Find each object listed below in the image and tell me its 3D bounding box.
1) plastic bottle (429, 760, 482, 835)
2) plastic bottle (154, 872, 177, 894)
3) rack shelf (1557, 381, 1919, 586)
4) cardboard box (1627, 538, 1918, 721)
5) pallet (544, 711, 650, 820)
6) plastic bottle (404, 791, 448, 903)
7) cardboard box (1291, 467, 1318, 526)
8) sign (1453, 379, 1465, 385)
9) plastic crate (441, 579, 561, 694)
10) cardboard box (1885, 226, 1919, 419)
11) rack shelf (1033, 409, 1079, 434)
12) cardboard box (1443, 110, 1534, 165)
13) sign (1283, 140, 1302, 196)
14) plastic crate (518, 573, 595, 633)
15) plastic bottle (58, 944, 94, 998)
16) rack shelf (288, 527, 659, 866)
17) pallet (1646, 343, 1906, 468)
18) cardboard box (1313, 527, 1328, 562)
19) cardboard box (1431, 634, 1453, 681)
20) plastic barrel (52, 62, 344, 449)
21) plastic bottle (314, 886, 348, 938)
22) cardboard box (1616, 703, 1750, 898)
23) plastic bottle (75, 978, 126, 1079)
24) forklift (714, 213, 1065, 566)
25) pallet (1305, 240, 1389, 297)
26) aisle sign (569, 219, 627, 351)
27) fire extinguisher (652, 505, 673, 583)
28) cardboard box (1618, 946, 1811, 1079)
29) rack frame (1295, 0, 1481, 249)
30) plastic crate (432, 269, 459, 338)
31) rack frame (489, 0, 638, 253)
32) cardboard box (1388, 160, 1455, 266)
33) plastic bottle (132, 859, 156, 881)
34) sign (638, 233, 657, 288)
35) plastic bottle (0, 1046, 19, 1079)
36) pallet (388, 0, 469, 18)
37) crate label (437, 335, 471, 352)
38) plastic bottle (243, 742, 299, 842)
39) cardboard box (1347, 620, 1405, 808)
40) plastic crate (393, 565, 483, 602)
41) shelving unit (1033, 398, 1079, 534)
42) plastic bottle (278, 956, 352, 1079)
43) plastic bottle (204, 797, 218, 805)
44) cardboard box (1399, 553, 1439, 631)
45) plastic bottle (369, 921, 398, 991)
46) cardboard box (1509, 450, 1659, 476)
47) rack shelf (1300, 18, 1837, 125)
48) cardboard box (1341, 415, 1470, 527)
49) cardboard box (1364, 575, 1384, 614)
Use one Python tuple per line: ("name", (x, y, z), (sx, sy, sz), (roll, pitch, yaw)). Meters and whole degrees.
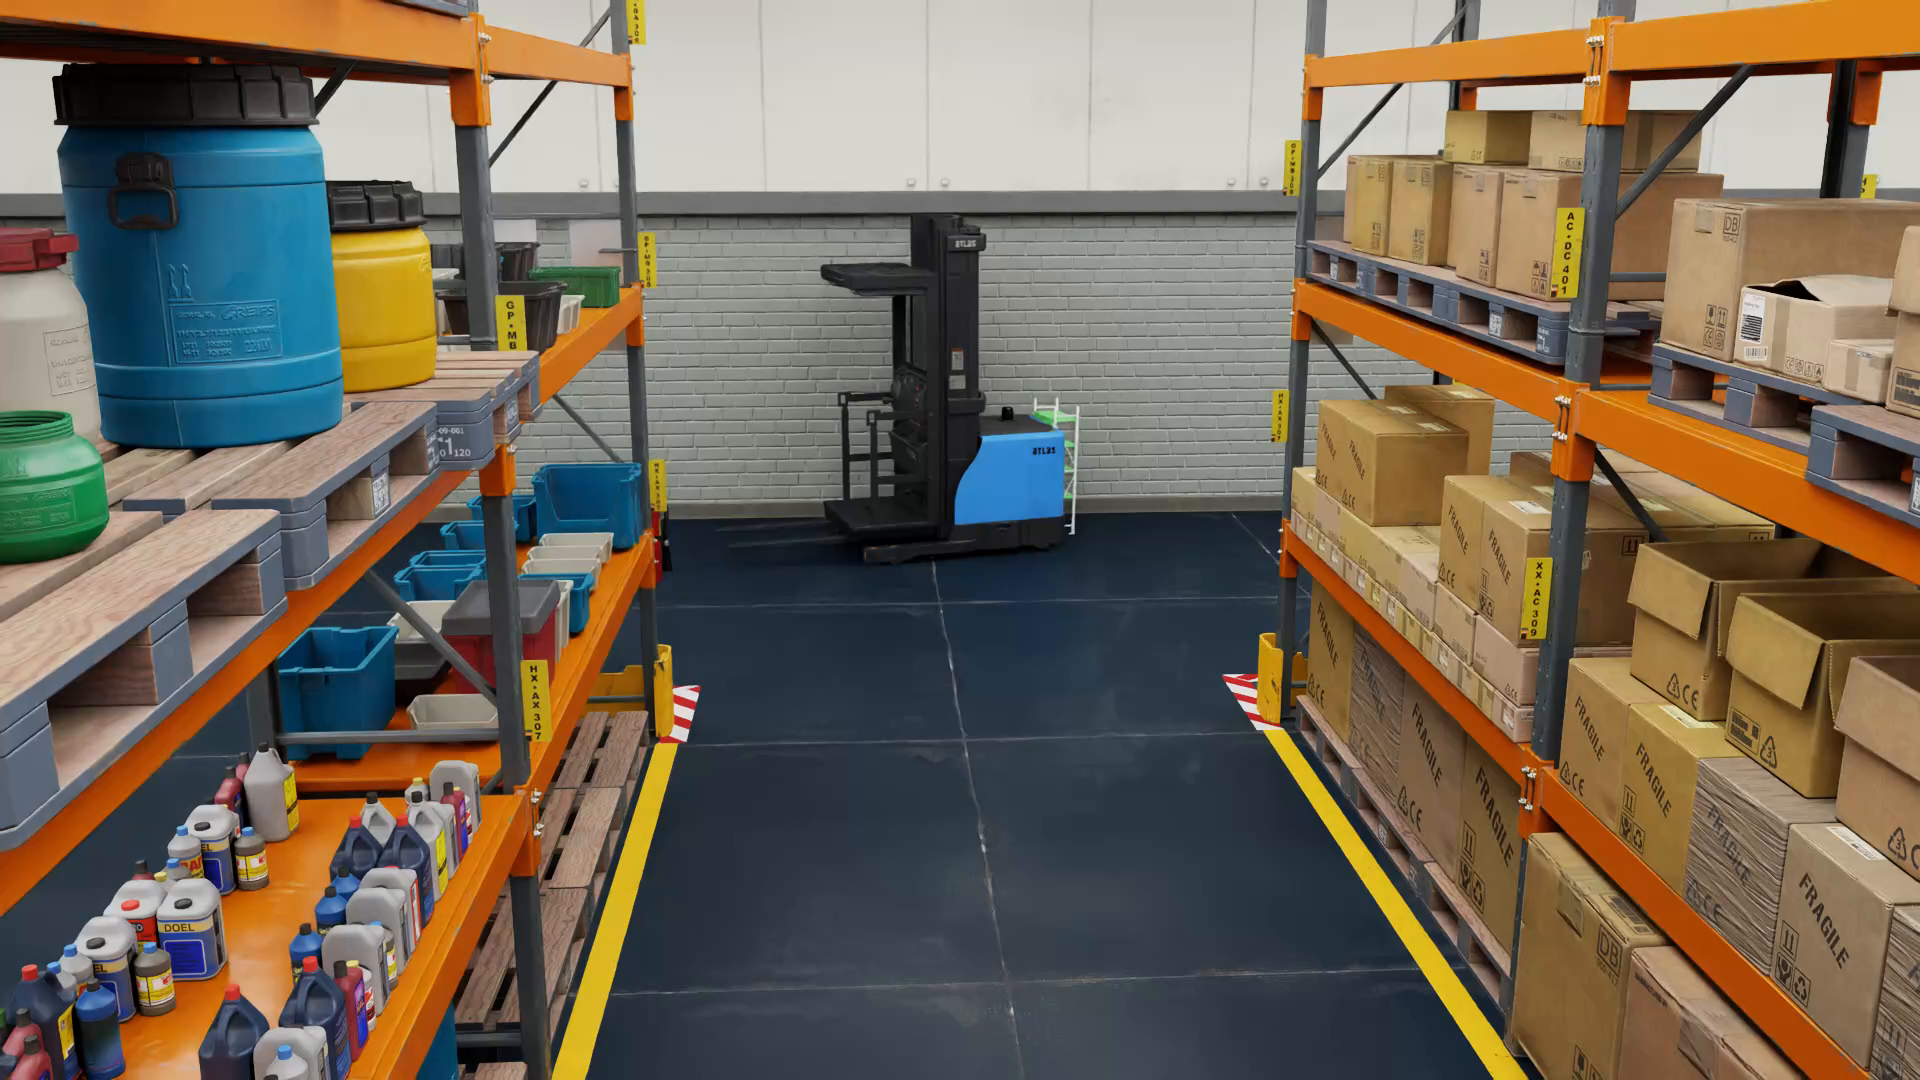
("plastic bottle", (-1.807, 0.906, 5.959), (0.152, 0.276, 0.135), (-1, 14, -3))
("plastic bottle", (-2.491, 1.139, 5.204), (0.097, 0.201, 0.097), (0, 14, 0))
("rack shelf", (2.914, 0.069, 4.385), (1.077, 0.370, 4.000), (-1, 14, -3))
("cardboard box", (2.838, 0.301, 5.848), (0.797, 0.503, 0.637), (-1, 14, -5))
("pallet", (-2.389, 1.314, 9.719), (1.003, 0.211, 1.213), (-1, 14, -3))
("plastic bottle", (-1.770, 1.000, 5.442), (0.144, 0.351, 0.185), (-1, 14, -3))
("cardboard box", (2.302, -0.266, 9.970), (0.500, 0.250, 0.500), (-1, 14, -5))
("sign", (3.084, -0.999, 10.314), (0.100, 0.325, 0.005), (-1, 14, -3))
("plastic crate", (-1.959, 0.467, 7.168), (0.402, 0.464, 0.583), (-1, 14, -3))
("cardboard box", (2.890, -0.543, 4.270), (0.797, 0.503, 0.637), (-1, 14, -4))
("rack shelf", (0.888, -1.094, 15.411), (0.258, 0.148, 0.480), (-4, 15, -19))
("cardboard box", (2.657, -1.932, 7.971), (0.500, 0.250, 0.500), (-1, 14, -5))
("sign", (1.988, -2.226, 9.948), (0.100, 0.325, 0.005), (-1, 14, -3))
("plastic crate", (-2.018, 0.317, 8.215), (0.416, 0.233, 0.300), (-1, 14, -3))
("plastic bottle", (-2.454, 1.253, 4.618), (0.097, 0.271, 0.097), (0, 14, 0))
("rack shelf", (-2.278, 0.604, 8.328), (1.077, 0.370, 4.000), (-1, 14, -3))
("pallet", (2.896, -0.457, 5.369), (0.805, 0.209, 1.217), (-1, 15, -6))
("cardboard box", (2.268, 0.024, 9.642), (0.380, 0.149, 0.250), (-1, 14, -5))
("cardboard box", (2.396, 0.535, 7.654), (0.380, 0.149, 0.250), (-1, 14, -2))
("plastic barrel", (-1.895, -0.724, 4.176), (0.600, 0.901, 0.708), (-1, 14, -3))
("plastic bottle", (-1.868, 1.164, 4.963), (0.097, 0.271, 0.097), (0, 14, 0))
("cardboard box", (2.601, 0.871, 5.644), (0.500, 0.500, 0.500), (-1, 14, -3))
("plastic bottle", (-2.298, 1.299, 4.438), (0.097, 0.271, 0.097), (0, 14, 0))
("forklift", (-0.635, -1.338, 14.569), (3.031, 2.935, 1.130), (-5, 15, -17))
("pallet", (2.598, -1.544, 9.389), (1.003, 0.211, 1.213), (-1, 14, -3))
("aisle sign", (-2.114, -1.524, 9.935), (0.394, 0.787, 0.004), (-1, 14, -3))
("fire extinguisher", (-1.957, -0.069, 10.401), (0.296, 0.674, 0.183), (-1, 14, -3))
("cardboard box", (2.906, 1.883, 5.333), (1.225, 0.875, 0.875), (-1, 14, -5))
("rack frame", (2.542, -3.224, 9.721), (1.000, 3.000, 0.127), (-1, 14, -3))
("plastic crate", (-2.572, -1.081, 7.652), (0.437, 0.282, 0.530), (-1, 14, -3))
("rack frame", (-2.402, -3.148, 9.424), (1.000, 3.000, 0.127), (-1, 14, -3))
("cardboard box", (2.623, -1.673, 8.470), (0.700, 0.500, 0.500), (-2, 15, -7))
("plastic bottle", (-2.502, 1.128, 5.081), (0.061, 0.283, 0.133), (-1, 14, -3))
("sign", (-1.854, -1.657, 9.859), (0.100, 0.325, 0.005), (-1, 14, -3))
("plastic bottle", (-2.396, 1.353, 4.071), (0.144, 0.351, 0.185), (-1, 14, -3))
("pallet", (-2.072, -1.662, 4.833), (1.003, 0.211, 1.213), (-1, 14, -3))
("crate label", (-1.896, -0.698, 6.454), (0.293, 0.136, 0.466), (-1, 14, -3))
("plastic bottle", (-2.453, 0.879, 5.912), (0.144, 0.351, 0.185), (-1, 14, -3))
("cardboard box", (2.718, 0.891, 9.188), (0.875, 0.875, 0.875), (-1, 14, -3))
("plastic crate", (-2.615, 0.278, 8.364), (0.416, 0.233, 0.300), (-1, 14, -3))
("shelving unit", (0.878, -0.690, 15.512), (0.258, 1.200, 0.503), (-4, 15, -19))
("plastic bottle", (-1.702, 1.274, 4.378), (0.144, 0.351, 0.185), (-1, 14, -3))
("plastic bottle", (-2.517, 0.999, 5.607), (0.097, 0.271, 0.097), (0, 14, 0))
("cardboard box", (2.434, 0.243, 7.988), (0.500, 0.250, 0.500), (-1, 14, -2))
("plastic bottle", (-1.710, 1.220, 4.887), (0.097, 0.201, 0.097), (0, 14, 0))
("cardboard box", (2.956, -0.133, 7.948), (0.500, 0.500, 0.500), (-1, 14, -5))
("rack shelf", (2.666, -2.184, 7.927), (1.077, 0.370, 4.000), (-1, 14, -3))
("cardboard box", (2.371, -0.377, 8.893), (0.500, 0.500, 0.500), (-1, 14, -5))
("cardboard box", (2.331, 0.279, 8.650), (0.380, 0.149, 0.250), (-1, 14, -5))
